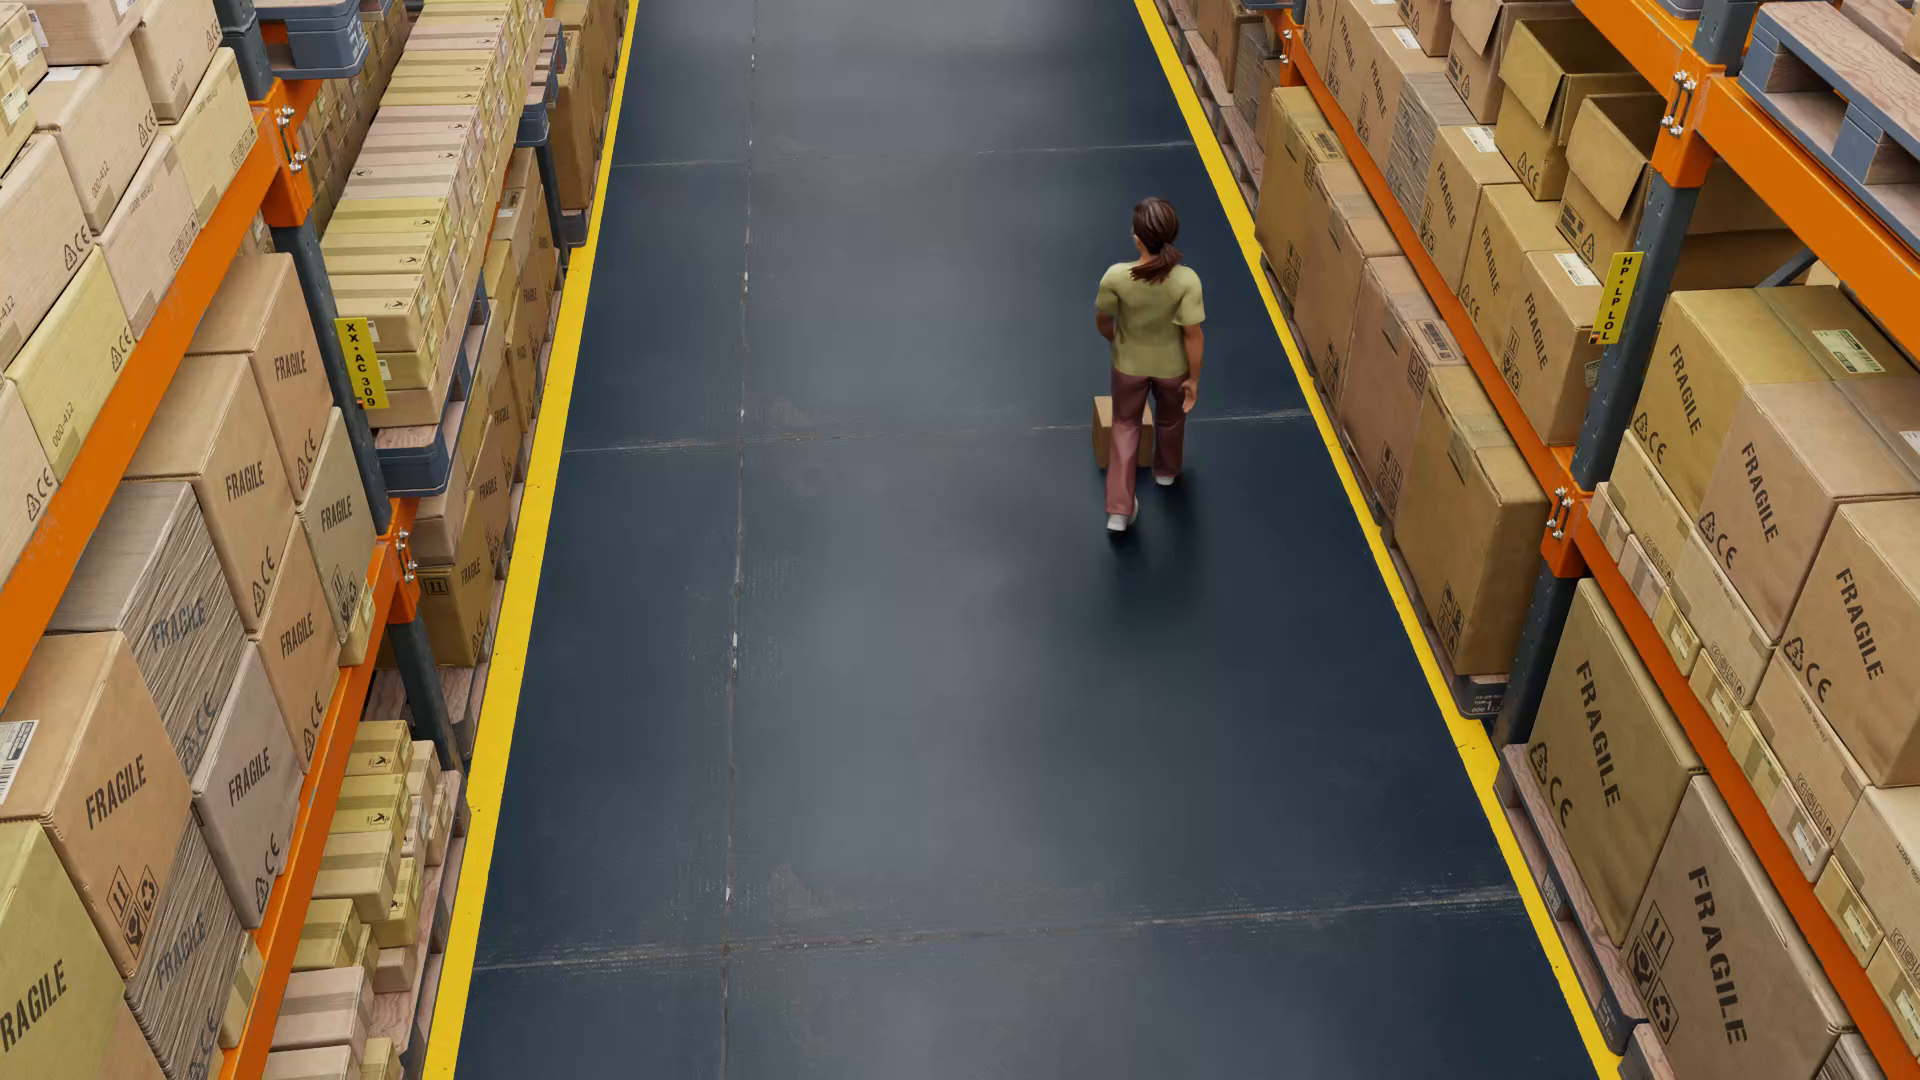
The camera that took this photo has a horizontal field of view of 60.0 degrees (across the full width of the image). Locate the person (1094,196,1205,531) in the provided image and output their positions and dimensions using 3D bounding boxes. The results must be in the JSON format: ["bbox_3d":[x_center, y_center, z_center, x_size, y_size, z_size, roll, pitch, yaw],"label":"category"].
[{"bbox_3d":[0.823,-0.835,7.211,0.467,1.629,0.774,7,40,8],"label":"person"}]
